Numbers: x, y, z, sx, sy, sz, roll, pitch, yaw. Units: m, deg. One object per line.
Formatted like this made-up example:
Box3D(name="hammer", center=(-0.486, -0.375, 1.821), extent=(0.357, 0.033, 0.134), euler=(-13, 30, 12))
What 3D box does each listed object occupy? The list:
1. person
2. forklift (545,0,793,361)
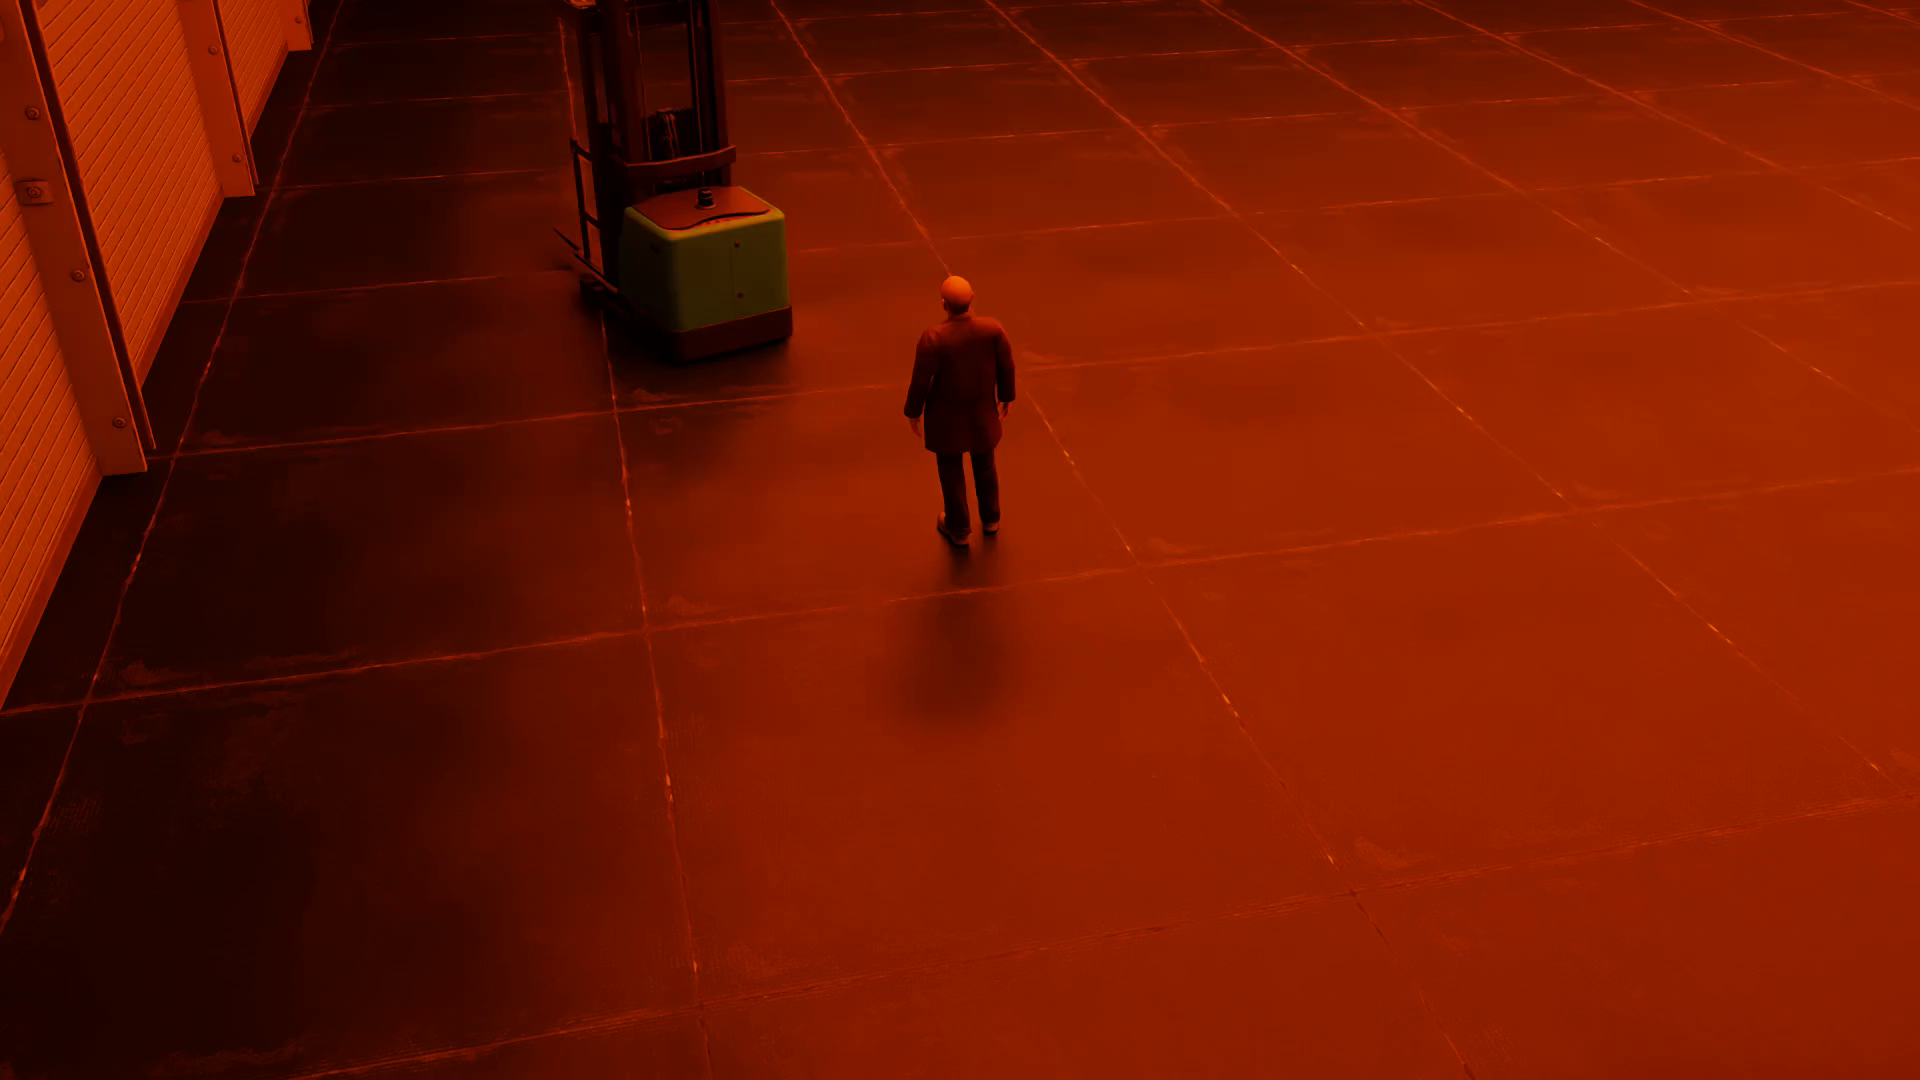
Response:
Box3D(name="person", center=(-0.016, -0.821, 10.128), extent=(0.696, 1.775, 0.582), euler=(-7, 31, -12))
Box3D(name="forklift", center=(-2.541, -3.334, 13.334), extent=(1.130, 2.935, 3.031), euler=(-18, 34, -28))
